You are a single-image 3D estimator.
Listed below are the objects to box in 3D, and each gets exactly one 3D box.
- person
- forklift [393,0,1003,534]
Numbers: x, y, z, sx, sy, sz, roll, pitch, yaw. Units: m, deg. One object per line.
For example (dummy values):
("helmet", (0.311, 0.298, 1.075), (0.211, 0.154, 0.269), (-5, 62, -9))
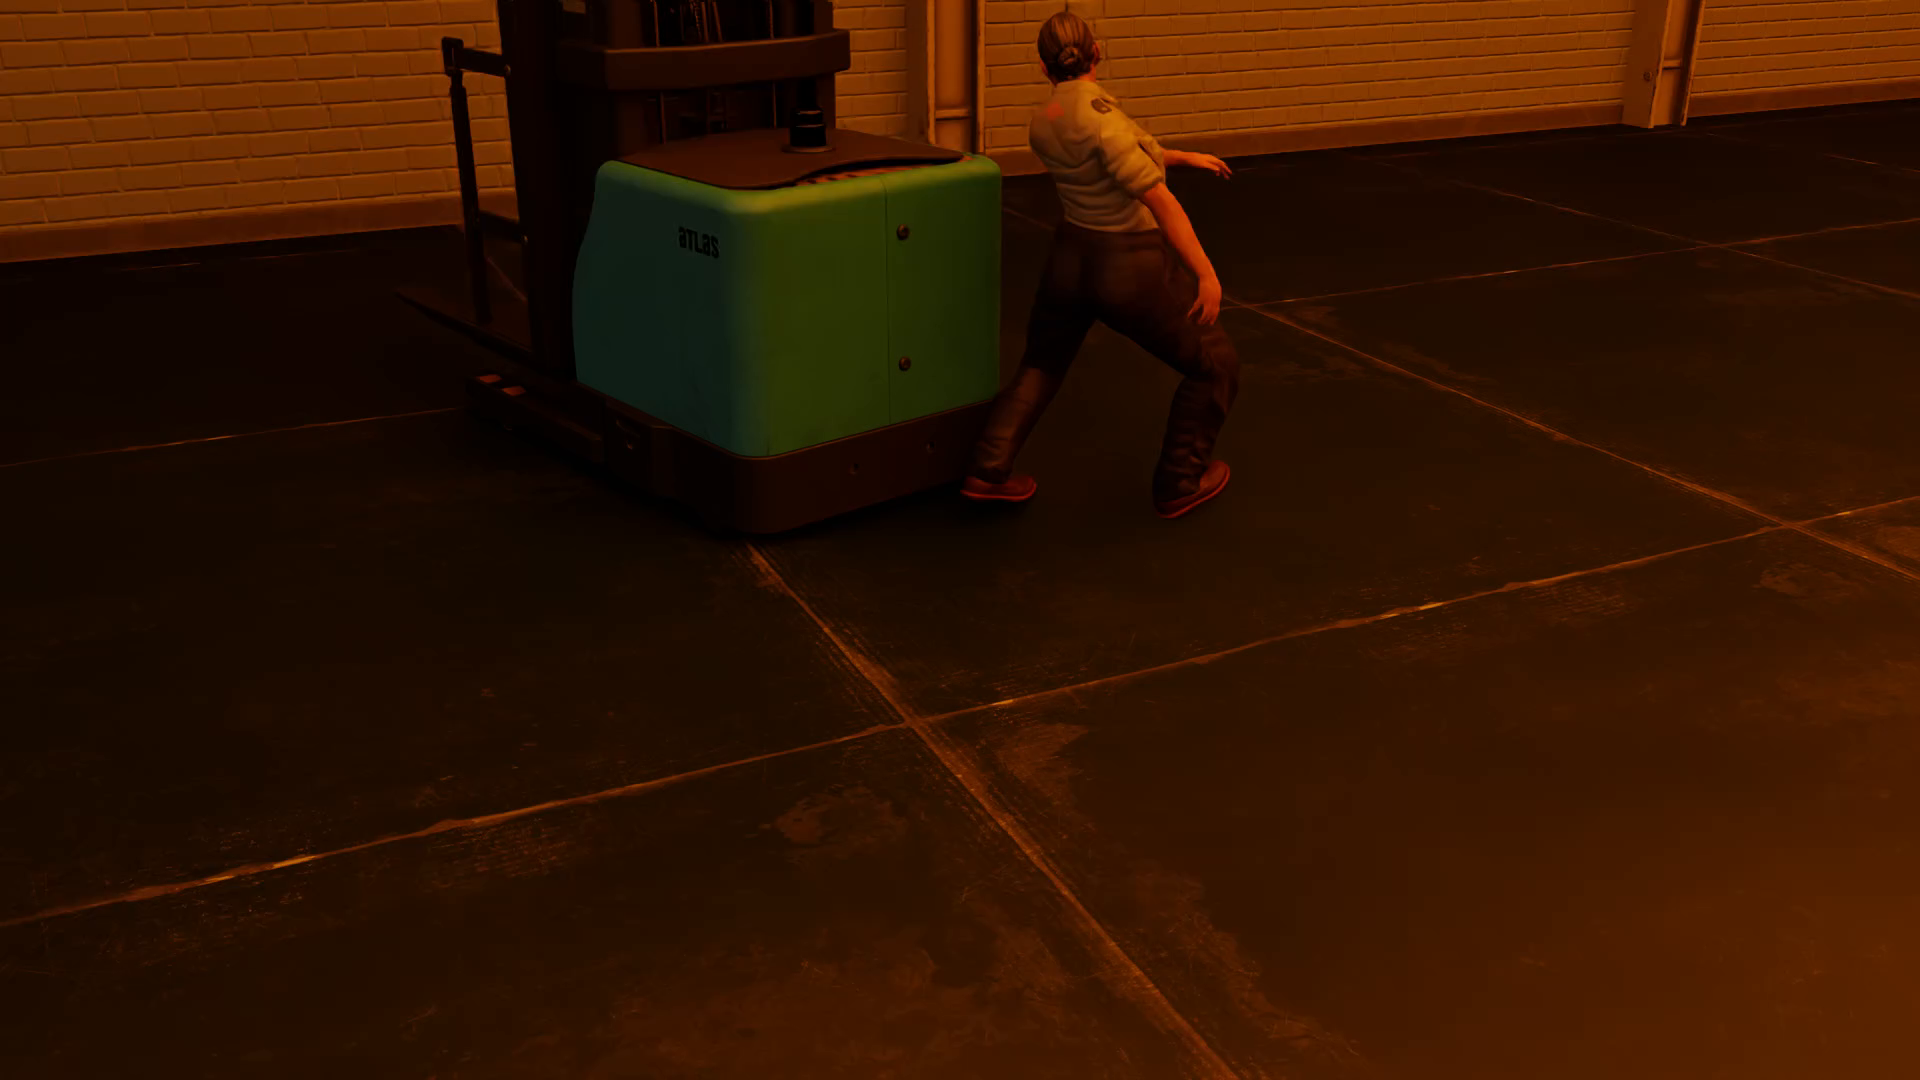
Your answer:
("person", (0.507, -0.802, 5.067), (0.738, 1.534, 0.843), (20, 30, 40))
("forklift", (-1.190, -1.859, 5.762), (1.130, 2.935, 3.031), (-18, 29, -37))
